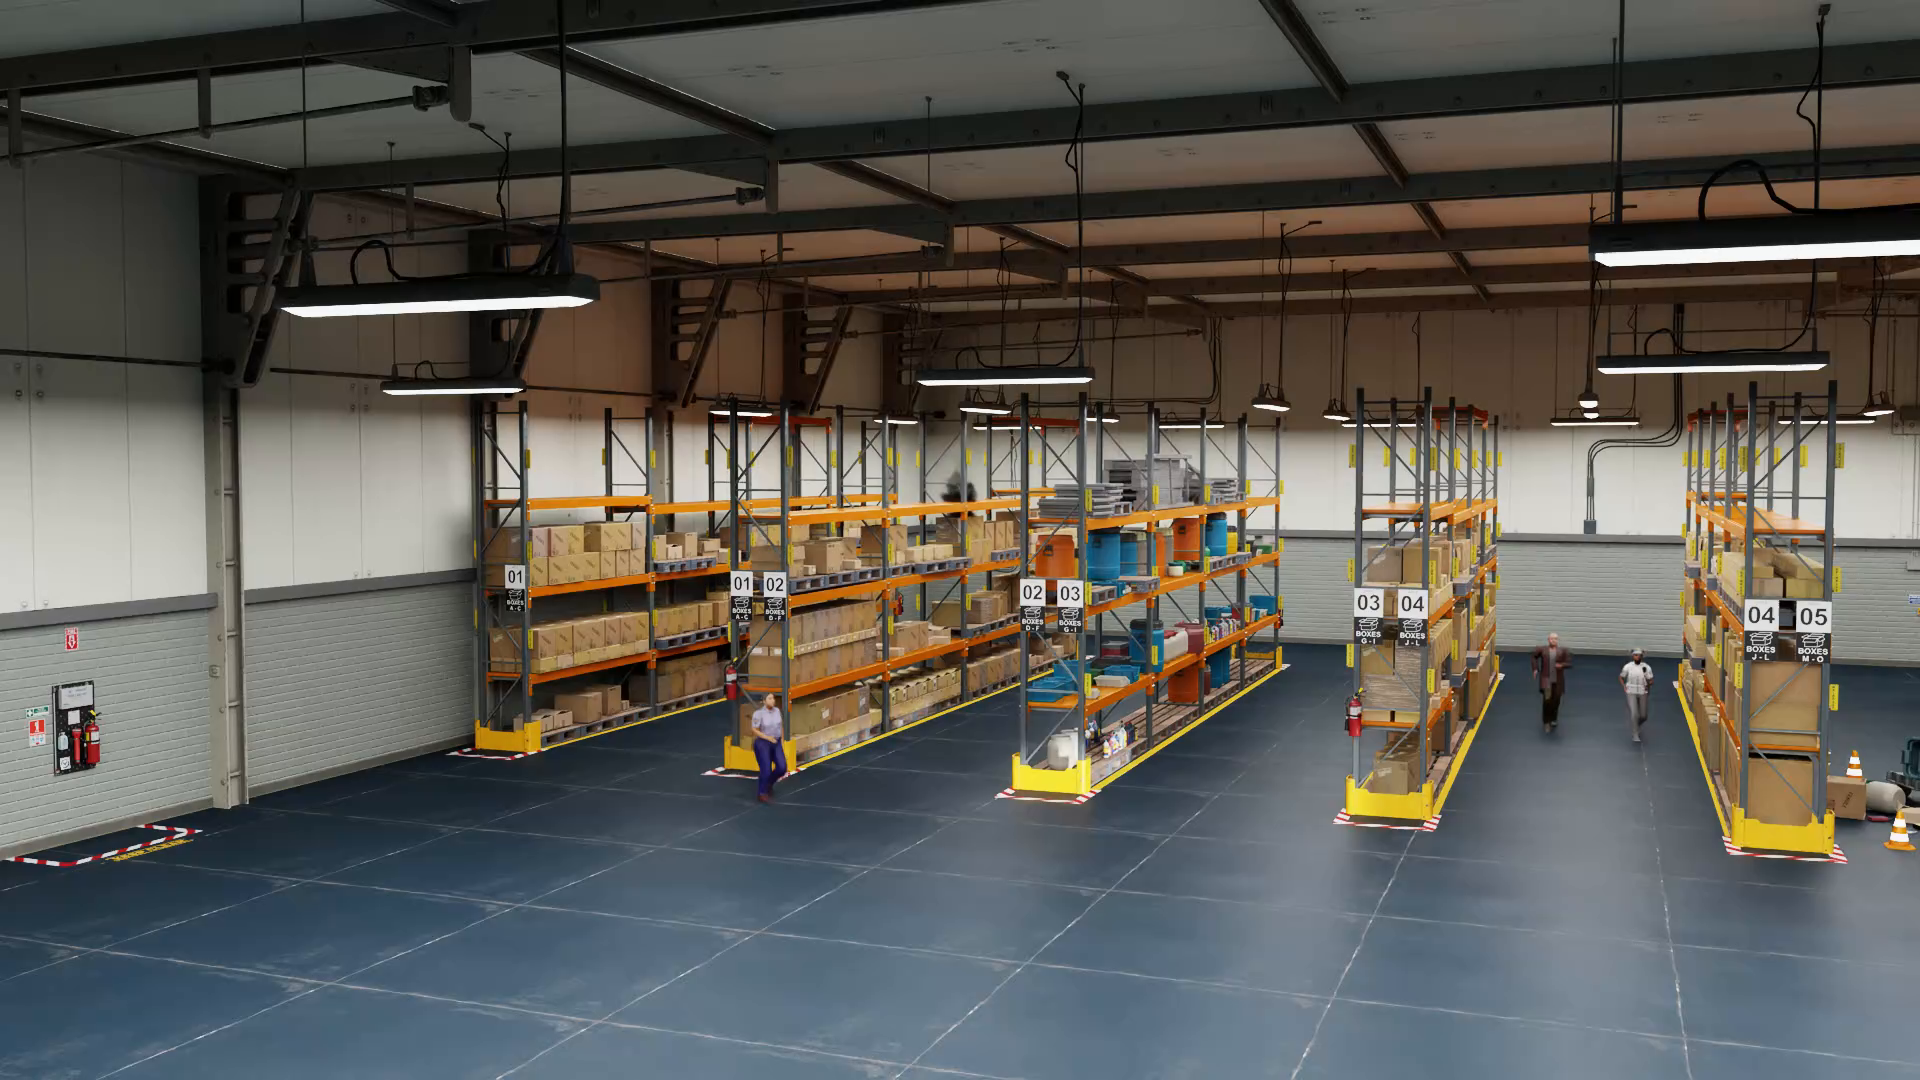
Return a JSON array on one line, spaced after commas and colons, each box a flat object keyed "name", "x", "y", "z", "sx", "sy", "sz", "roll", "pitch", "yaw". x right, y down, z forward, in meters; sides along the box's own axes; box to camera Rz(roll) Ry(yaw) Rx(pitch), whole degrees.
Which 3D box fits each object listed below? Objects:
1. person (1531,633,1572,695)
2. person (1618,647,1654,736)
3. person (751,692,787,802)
[{"name": "person", "x": 10.882, "y": 2.280, "z": 30.539, "sx": 0.668, "sy": 1.143, "sz": 0.720, "roll": 1, "pitch": 3, "yaw": 10}, {"name": "person", "x": 12.049, "y": 2.696, "z": 29.627, "sx": 0.580, "sy": 1.588, "sz": 0.613, "roll": 1, "pitch": 3, "yaw": 16}, {"name": "person", "x": -2.754, "y": 3.024, "z": 24.290, "sx": 0.631, "sy": 1.596, "sz": 0.559, "roll": -2, "pitch": 4, "yaw": -42}]
